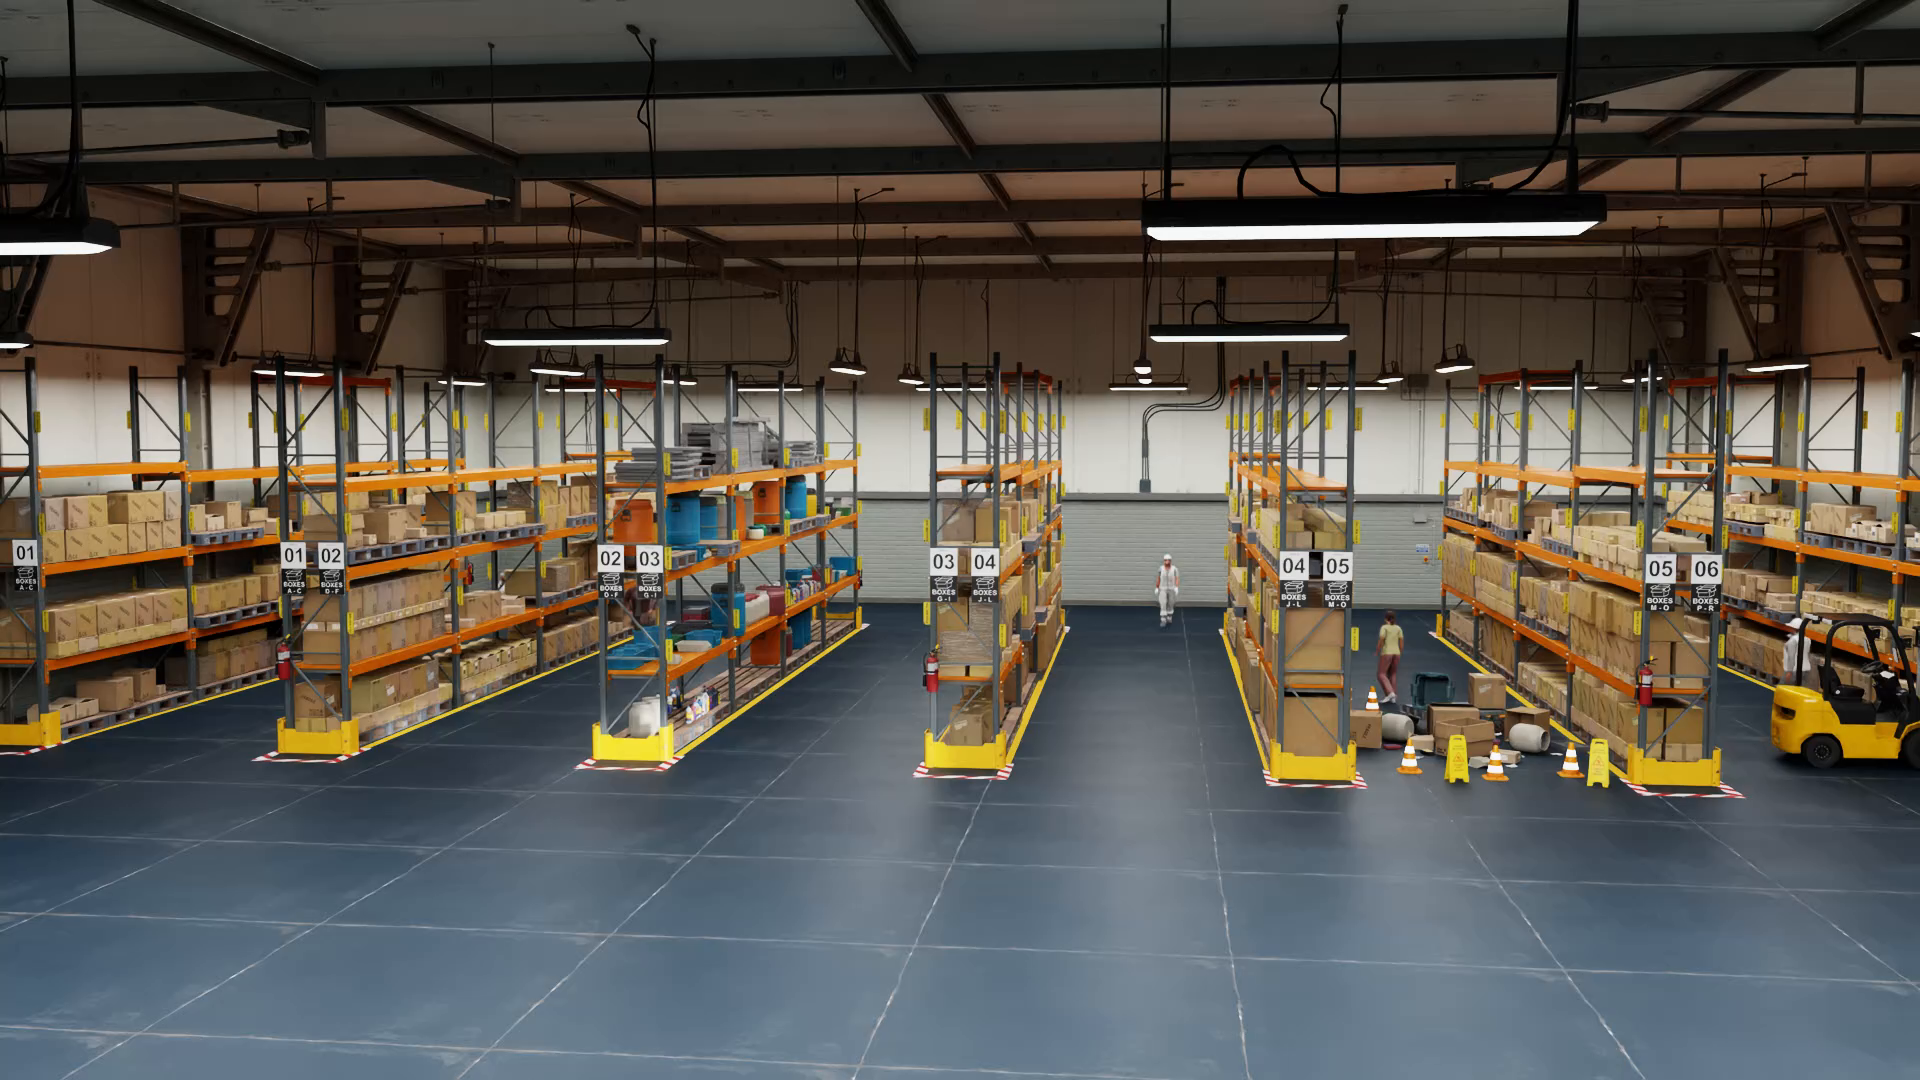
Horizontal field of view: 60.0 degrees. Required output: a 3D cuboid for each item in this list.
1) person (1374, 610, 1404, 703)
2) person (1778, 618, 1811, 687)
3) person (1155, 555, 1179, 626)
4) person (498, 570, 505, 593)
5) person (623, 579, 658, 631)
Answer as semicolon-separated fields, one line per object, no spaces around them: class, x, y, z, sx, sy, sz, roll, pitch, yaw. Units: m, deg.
person;7.710;2.089;29.682;0.518;1.646;0.578;-1;4;-17
person;13.808;2.187;27.446;0.562;1.800;0.438;-2;4;-22
person;5.093;1.220;40.784;0.578;1.721;1.050;0;4;2
person;-10.513;1.477;38.599;0.523;1.600;0.735;1;4;16
person;-6.929;1.614;36.155;0.704;1.684;0.662;1;4;15
